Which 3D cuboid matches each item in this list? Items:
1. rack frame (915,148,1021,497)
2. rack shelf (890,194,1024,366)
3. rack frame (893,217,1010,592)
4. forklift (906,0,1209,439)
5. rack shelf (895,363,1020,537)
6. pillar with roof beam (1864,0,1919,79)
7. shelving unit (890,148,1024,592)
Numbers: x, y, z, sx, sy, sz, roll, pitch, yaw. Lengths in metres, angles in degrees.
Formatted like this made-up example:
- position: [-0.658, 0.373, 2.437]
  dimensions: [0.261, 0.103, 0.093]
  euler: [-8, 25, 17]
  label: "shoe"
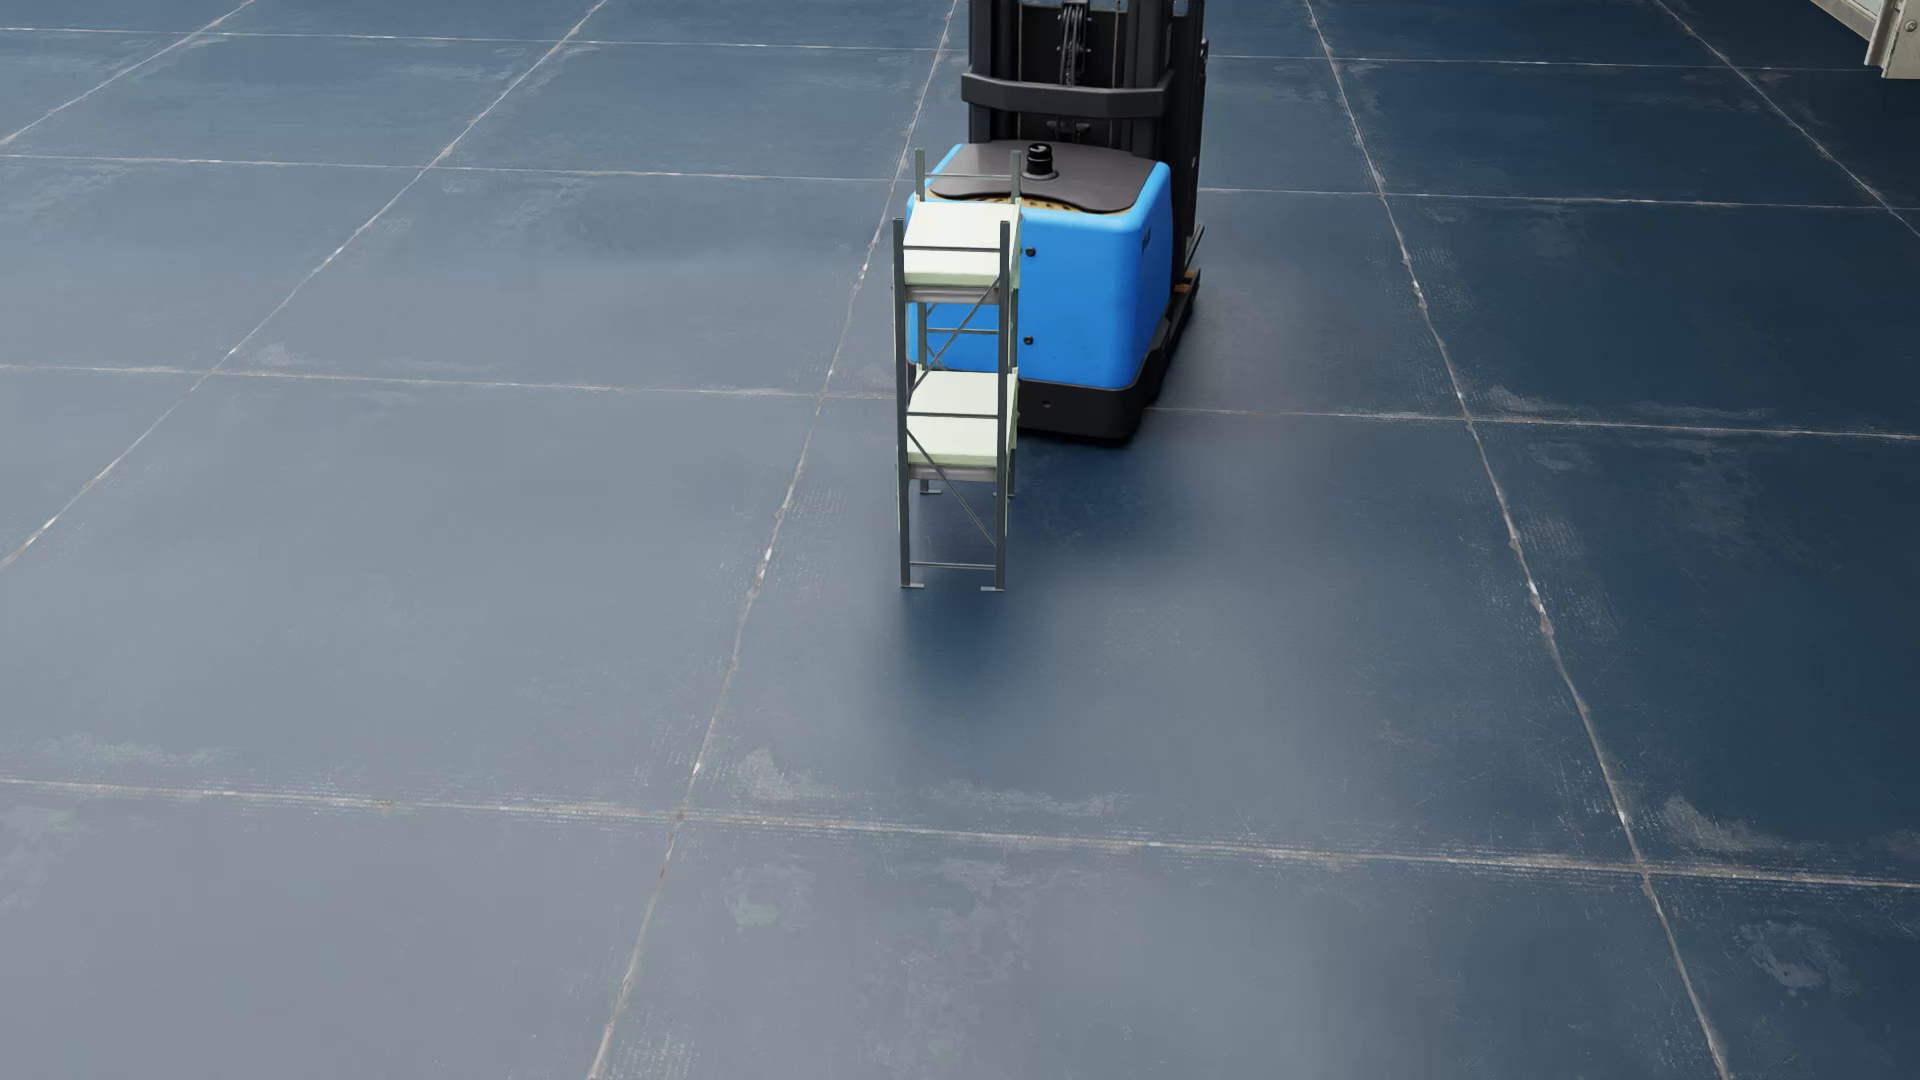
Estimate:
- position: [0.030, -0.833, 6.673]
  dimensions: [0.400, 1.500, 0.023]
  euler: [2, 32, 4]
  label: "rack frame"
- position: [0.001, -0.974, 6.157]
  dimensions: [0.431, 0.370, 0.720]
  euler: [2, 32, 4]
  label: "rack shelf"
- position: [-0.029, -0.451, 6.052]
  dimensions: [0.400, 1.500, 0.023]
  euler: [2, 32, 4]
  label: "rack frame"
- position: [0.645, -2.459, 7.946]
  dimensions: [1.130, 2.935, 3.031]
  euler: [8, 33, 13]
  label: "forklift"
- position: [0.001, -0.364, 6.533]
  dimensions: [0.431, 0.370, 0.720]
  euler: [2, 32, 4]
  label: "rack shelf"
- position: [2.709, -7.526, 10.385]
  dimensions: [9.100, 9.000, 0.400]
  euler: [2, 32, 4]
  label: "pillar with roof beam"
- position: [0.001, -0.642, 6.362]
  dimensions: [0.431, 1.500, 0.755]
  euler: [2, 32, 4]
  label: "shelving unit"
